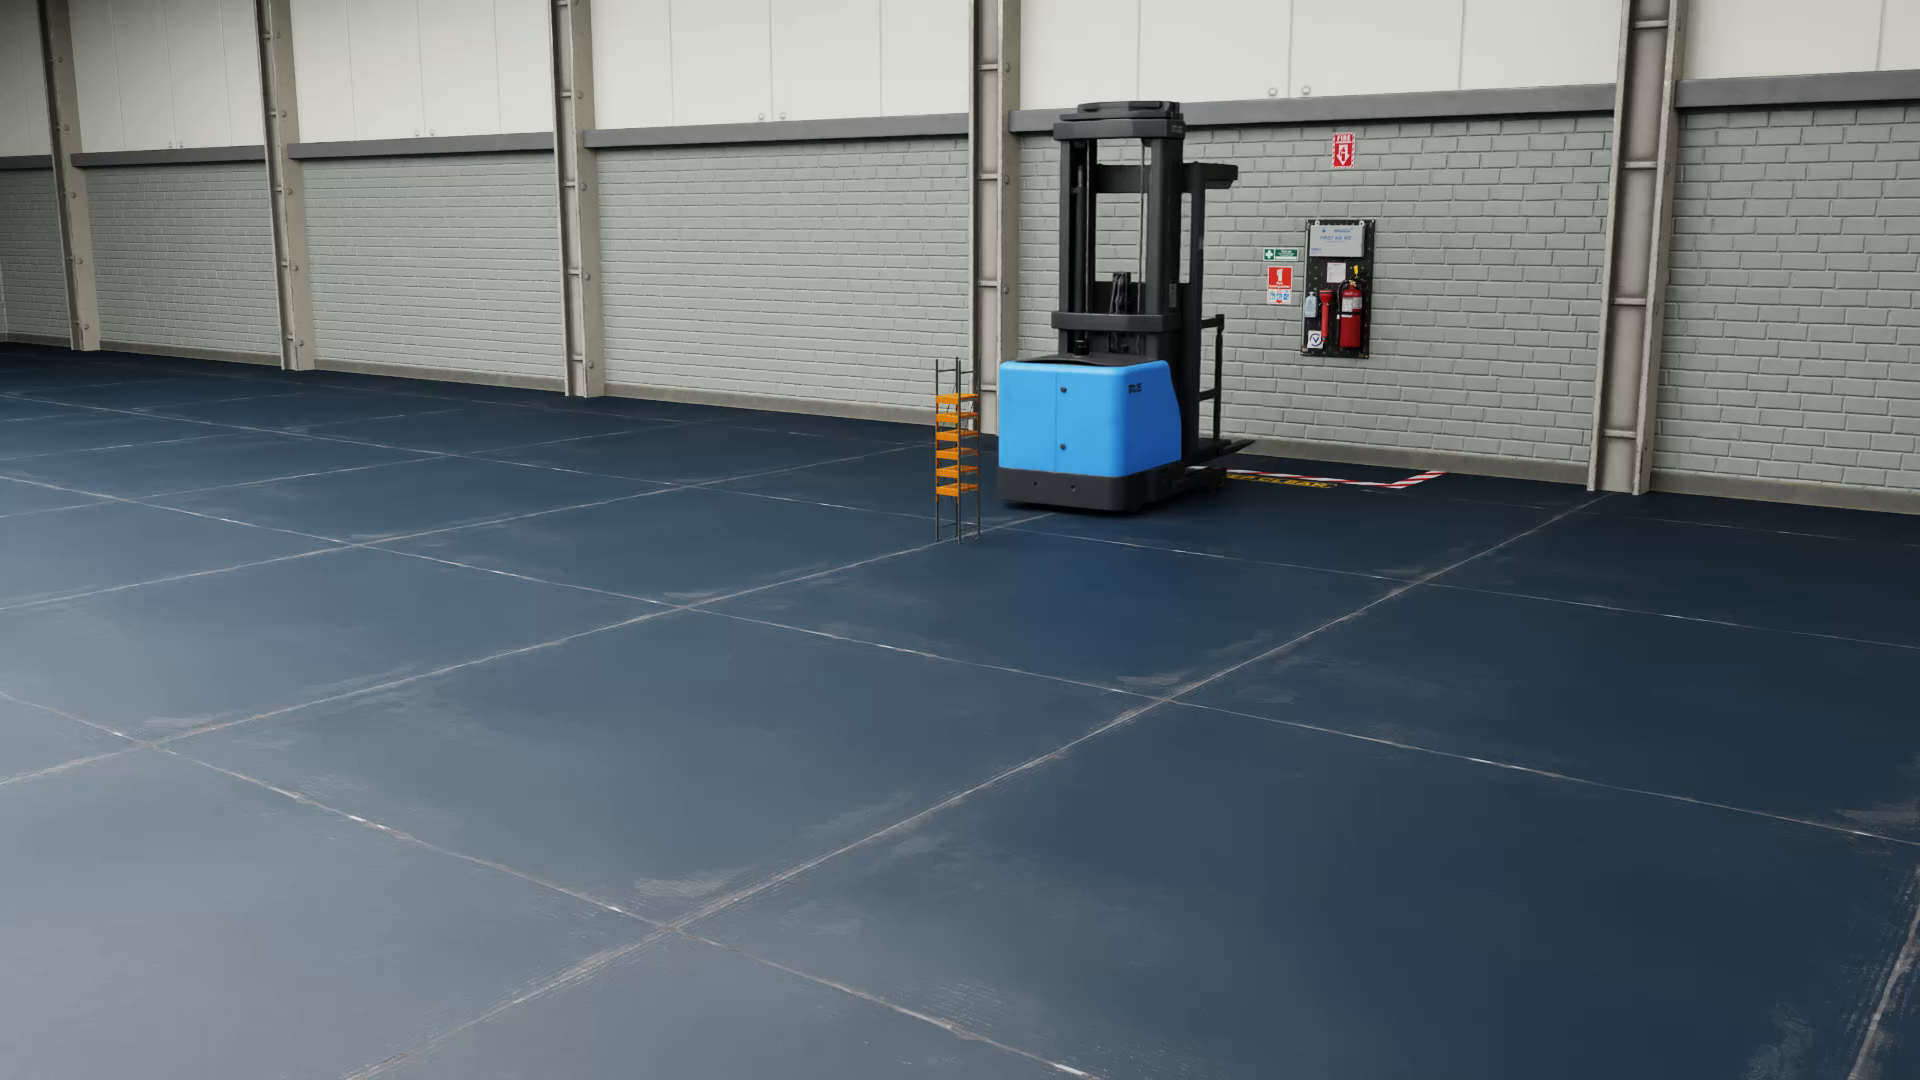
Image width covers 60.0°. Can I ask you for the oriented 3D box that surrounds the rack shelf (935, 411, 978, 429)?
[{"bbox_3d":[-0.012,-0.783,10.887,0.180,0.103,0.258,8,13,36],"label":"rack shelf"}]

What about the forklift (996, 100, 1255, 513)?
[{"bbox_3d":[1.464,-1.864,12.946,1.130,2.935,3.031,7,13,31],"label":"forklift"}]

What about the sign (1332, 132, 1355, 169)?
[{"bbox_3d":[3.249,-3.302,14.095,0.199,0.298,0.001,8,13,36],"label":"sign"}]

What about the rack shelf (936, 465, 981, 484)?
[{"bbox_3d":[-0.012,-0.429,10.955,0.180,0.103,0.258,8,13,36],"label":"rack shelf"}]

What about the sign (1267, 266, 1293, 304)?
[{"bbox_3d":[2.812,-2.243,14.631,0.234,0.329,0.001,8,13,36],"label":"sign"}]

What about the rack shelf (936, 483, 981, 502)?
[{"bbox_3d":[-0.012,-0.311,10.978,0.180,0.103,0.258,8,13,36],"label":"rack shelf"}]

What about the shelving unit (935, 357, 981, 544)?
[{"bbox_3d":[-0.012,-0.591,10.924,0.189,1.200,0.258,8,13,36],"label":"shelving unit"}]

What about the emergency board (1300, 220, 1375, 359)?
[{"bbox_3d":[3.197,-2.147,14.232,0.643,1.169,0.194,8,13,36],"label":"emergency board"}]

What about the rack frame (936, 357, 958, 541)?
[{"bbox_3d":[-0.085,-0.601,10.977,0.006,1.200,0.240,8,13,36],"label":"rack frame"}]

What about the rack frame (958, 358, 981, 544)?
[{"bbox_3d":[0.062,-0.580,10.871,0.006,1.200,0.240,8,13,36],"label":"rack frame"}]

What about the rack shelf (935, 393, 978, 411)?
[{"bbox_3d":[-0.012,-0.901,10.864,0.180,0.103,0.258,8,13,36],"label":"rack shelf"}]

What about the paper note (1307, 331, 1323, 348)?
[{"bbox_3d":[3.095,-1.745,14.473,0.142,0.148,0.016,8,13,36],"label":"paper note"}]

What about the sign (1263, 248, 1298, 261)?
[{"bbox_3d":[2.811,-2.501,14.571,0.331,0.109,0.001,8,13,36],"label":"sign"}]

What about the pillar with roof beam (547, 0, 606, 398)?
[{"bbox_3d":[-7.054,-5.499,15.762,0.400,9.000,9.100,8,13,36],"label":"pillar with roof beam"}]

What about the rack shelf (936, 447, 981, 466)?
[{"bbox_3d":[-0.012,-0.547,10.933,0.180,0.103,0.258,8,13,36],"label":"rack shelf"}]

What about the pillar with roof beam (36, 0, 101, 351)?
[{"bbox_3d":[-16.726,-6.848,22.736,0.400,9.000,9.100,8,13,36],"label":"pillar with roof beam"}]

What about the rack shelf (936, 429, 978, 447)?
[{"bbox_3d":[-0.012,-0.665,10.910,0.180,0.103,0.258,8,13,36],"label":"rack shelf"}]

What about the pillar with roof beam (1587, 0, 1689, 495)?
[{"bbox_3d":[2.618,-4.150,8.789,0.400,9.000,9.100,8,13,36],"label":"pillar with roof beam"}]

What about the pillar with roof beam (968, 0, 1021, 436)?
[{"bbox_3d":[-2.218,-4.824,12.276,0.400,9.000,9.100,8,13,36],"label":"pillar with roof beam"}]

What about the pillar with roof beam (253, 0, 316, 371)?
[{"bbox_3d":[-11.890,-6.174,19.249,0.400,9.000,9.100,8,13,36],"label":"pillar with roof beam"}]
